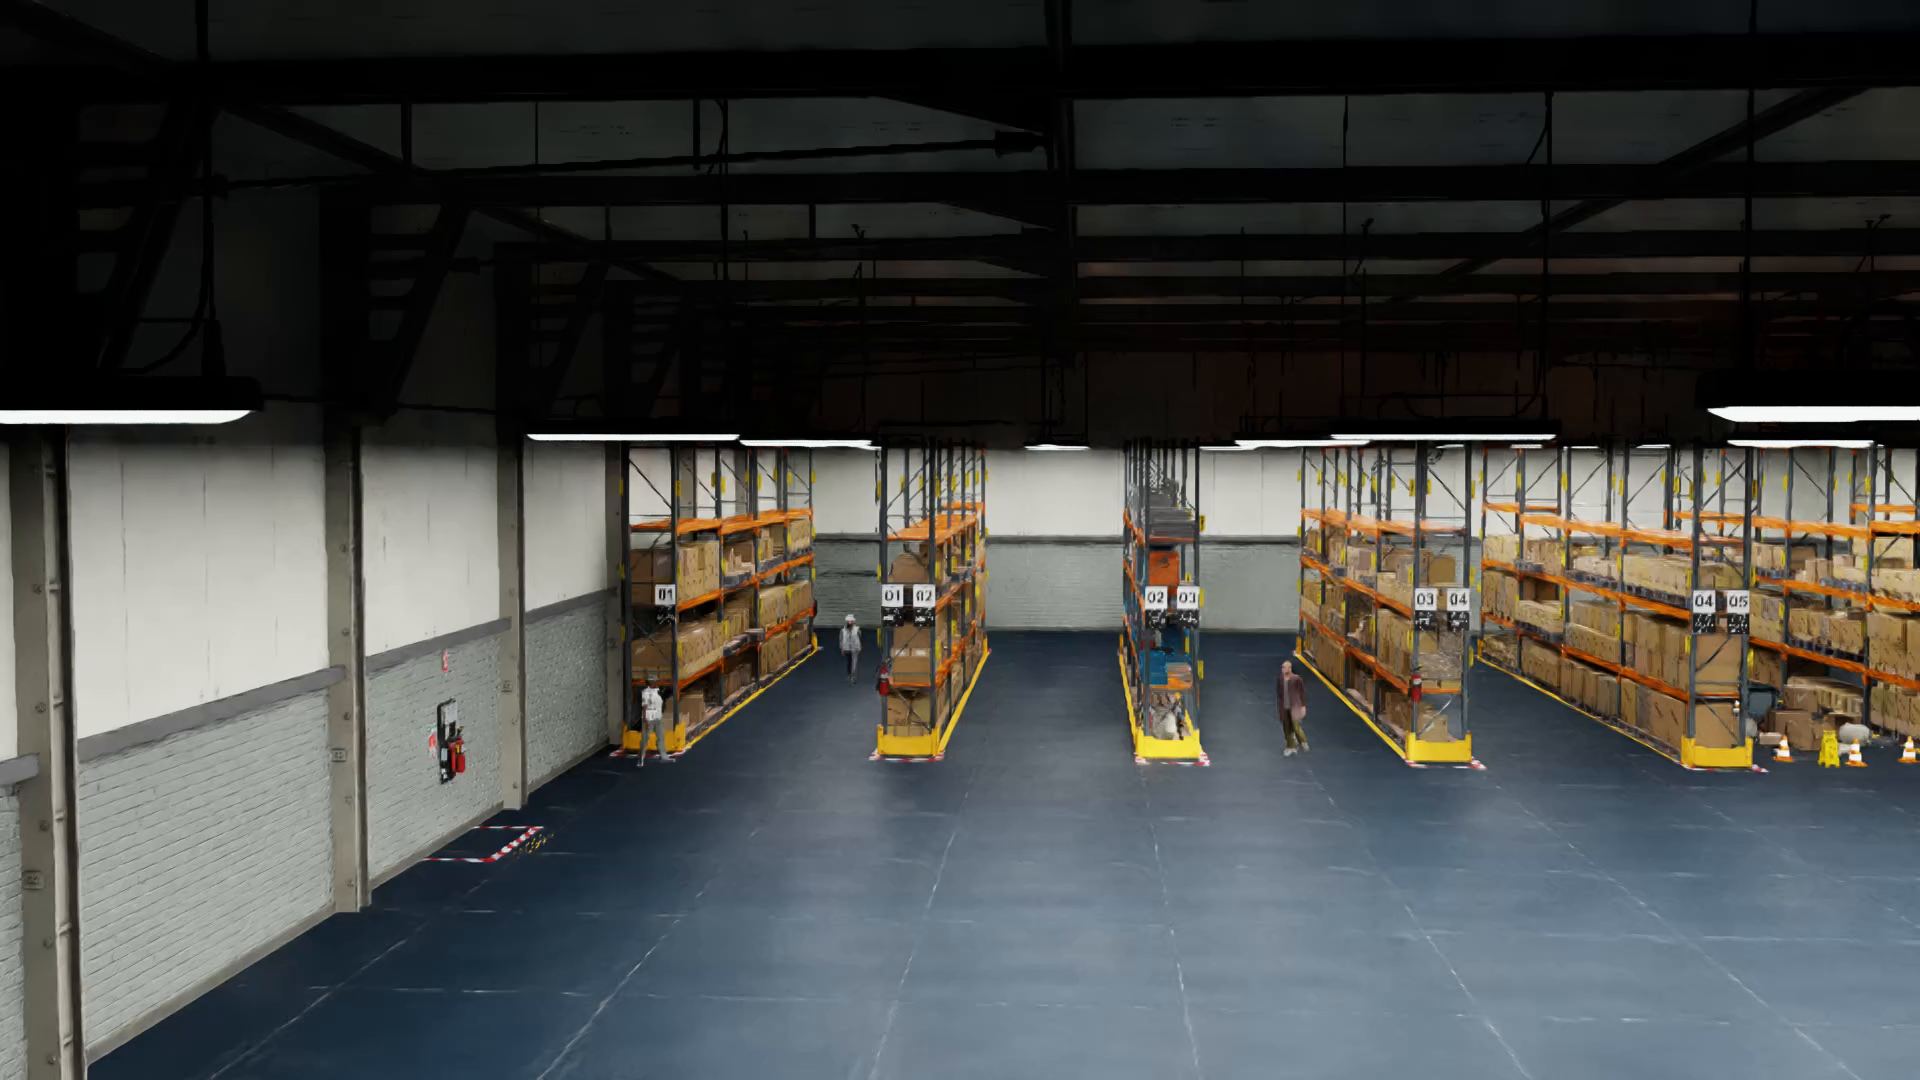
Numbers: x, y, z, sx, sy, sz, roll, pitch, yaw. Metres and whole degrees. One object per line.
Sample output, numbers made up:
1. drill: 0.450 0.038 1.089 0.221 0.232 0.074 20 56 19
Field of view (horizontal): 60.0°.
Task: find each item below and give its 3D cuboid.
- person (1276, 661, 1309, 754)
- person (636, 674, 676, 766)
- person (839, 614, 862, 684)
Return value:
1. person: 6.288 3.155 31.423 0.622 1.772 0.576 3 4 40
2. person: -5.571 3.254 30.257 0.518 1.674 0.675 2 4 34
3. person: -2.712 2.667 41.067 0.543 1.700 1.111 0 3 7
